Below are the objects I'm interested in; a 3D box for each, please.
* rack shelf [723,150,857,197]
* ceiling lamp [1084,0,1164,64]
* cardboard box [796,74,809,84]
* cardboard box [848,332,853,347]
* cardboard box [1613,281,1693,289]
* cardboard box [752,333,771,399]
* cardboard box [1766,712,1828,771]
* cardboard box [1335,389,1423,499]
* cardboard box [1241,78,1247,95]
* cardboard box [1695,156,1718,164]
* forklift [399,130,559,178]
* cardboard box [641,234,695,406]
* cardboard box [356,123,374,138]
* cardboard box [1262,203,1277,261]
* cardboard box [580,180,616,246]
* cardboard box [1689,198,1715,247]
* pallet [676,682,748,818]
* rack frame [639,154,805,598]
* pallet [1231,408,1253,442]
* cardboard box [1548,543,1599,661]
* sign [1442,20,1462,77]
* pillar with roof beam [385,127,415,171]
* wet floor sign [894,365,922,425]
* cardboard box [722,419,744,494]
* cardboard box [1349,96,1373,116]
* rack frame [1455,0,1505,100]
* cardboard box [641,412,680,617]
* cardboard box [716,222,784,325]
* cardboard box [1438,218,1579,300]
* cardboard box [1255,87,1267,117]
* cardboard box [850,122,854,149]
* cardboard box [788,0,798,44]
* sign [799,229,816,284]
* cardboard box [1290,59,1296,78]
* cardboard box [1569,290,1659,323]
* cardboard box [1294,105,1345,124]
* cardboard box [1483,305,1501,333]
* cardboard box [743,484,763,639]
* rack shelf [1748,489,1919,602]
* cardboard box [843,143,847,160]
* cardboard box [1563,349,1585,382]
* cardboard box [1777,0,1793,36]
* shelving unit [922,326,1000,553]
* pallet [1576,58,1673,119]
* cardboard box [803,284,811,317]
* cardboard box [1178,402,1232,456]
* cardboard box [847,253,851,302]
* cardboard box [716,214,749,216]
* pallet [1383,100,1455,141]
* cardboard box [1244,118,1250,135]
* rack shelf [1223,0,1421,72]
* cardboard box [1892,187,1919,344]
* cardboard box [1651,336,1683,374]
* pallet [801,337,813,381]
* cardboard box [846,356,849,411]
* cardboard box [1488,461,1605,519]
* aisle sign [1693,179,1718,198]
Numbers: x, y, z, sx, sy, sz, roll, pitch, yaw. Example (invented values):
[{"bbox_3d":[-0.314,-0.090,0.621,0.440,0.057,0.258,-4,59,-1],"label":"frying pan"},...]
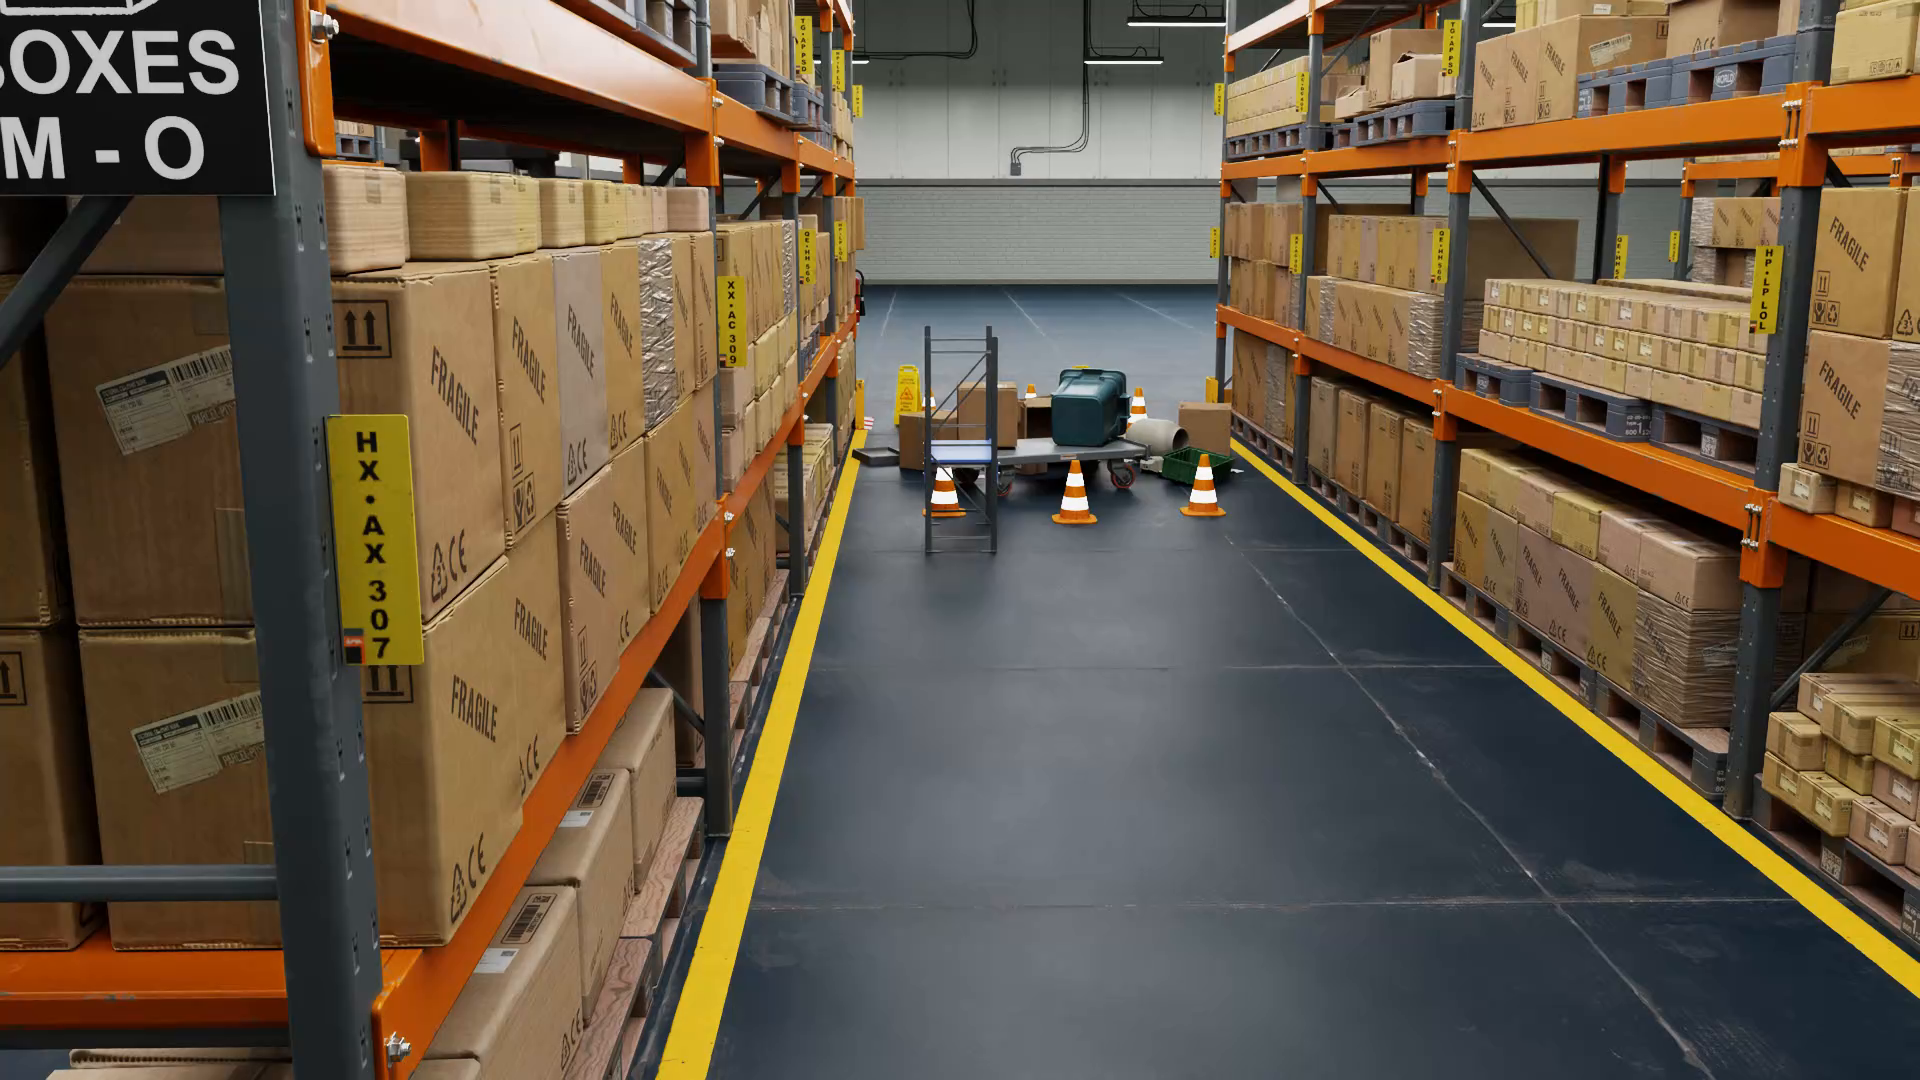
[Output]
[{"bbox_3d":[-1.591,-3.434,15.707,1.077,0.370,4.000,0,11,-1],"label":"rack shelf"},{"bbox_3d":[4.115,-13.597,41.766,2.000,3.185,0.800,0,11,-1],"label":"ceiling lamp"},{"bbox_3d":[-1.367,-3.449,12.035,0.500,0.250,0.500,0,11,0],"label":"cardboard box"},{"bbox_3d":[-1.281,-2.027,16.848,0.380,0.149,0.250,0,11,0],"label":"cardboard box"},{"bbox_3d":[3.951,-1.393,9.461,0.380,0.149,0.250,0,11,-2],"label":"cardboard box"},{"bbox_3d":[-1.134,-0.793,7.543,0.500,0.250,0.500,0,11,0],"label":"cardboard box"},{"bbox_3d":[3.250,0.750,6.185,0.380,0.149,0.250,0,11,1],"label":"cardboard box"},{"bbox_3d":[3.516,-0.748,12.804,1.050,0.750,0.750,0,11,-1],"label":"cardboard box"},{"bbox_3d":[3.017,-4.529,16.611,0.380,0.149,0.250,0,11,-1],"label":"cardboard box"},{"bbox_3d":[8.027,-4.055,17.334,0.500,0.250,0.500,0,11,1],"label":"cardboard box"},{"bbox_3d":[-3.044,-1.353,11.359,1.130,2.935,3.031,0,11,0],"label":"forklift"},{"bbox_3d":[-1.096,-0.674,5.072,0.500,0.500,0.500,0,11,-2],"label":"cardboard box"},{"bbox_3d":[-6.342,-4.380,17.001,0.500,0.500,0.500,0,11,1],"label":"cardboard box"},{"bbox_3d":[3.404,-2.958,16.001,0.875,0.550,0.500,0,11,-1],"label":"cardboard box"},{"bbox_3d":[-1.022,-0.771,3.916,0.380,0.149,0.250,-1,11,-3],"label":"cardboard box"},{"bbox_3d":[8.014,-3.329,17.411,0.500,0.500,0.500,0,11,-1],"label":"cardboard box"},{"bbox_3d":[-1.476,0.885,7.167,1.003,0.211,1.213,0,11,-1],"label":"pallet"},{"bbox_3d":[-1.467,-1.124,10.055,1.000,3.000,0.127,0,11,-1],"label":"rack frame"},{"bbox_3d":[3.409,-1.229,17.588,1.003,0.211,1.213,0,11,-1],"label":"pallet"},{"bbox_3d":[3.279,0.300,8.267,0.500,0.500,0.500,0,11,-2],"label":"cardboard box"},{"bbox_3d":[2.925,-2.926,9.893,0.100,0.325,0.005,0,11,-1],"label":"sign"},{"bbox_3d":[-3.302,-6.701,22.458,9.100,9.000,0.400,0,11,-1],"label":"pillar with roof beam"},{"bbox_3d":[-0.567,-1.603,18.335,0.267,0.644,0.232,4,12,18],"label":"wet floor sign"},{"bbox_3d":[-1.130,-0.344,6.587,0.500,0.250,0.500,-1,11,-2],"label":"cardboard box"},{"bbox_3d":[3.170,-3.354,12.827,0.250,0.149,0.380,0,11,-1],"label":"cardboard box"},{"bbox_3d":[3.480,-4.104,9.658,1.000,3.000,0.127,0,11,-1],"label":"rack frame"},{"bbox_3d":[-1.078,-0.085,4.680,0.500,0.500,0.500,0,11,-2],"label":"cardboard box"},{"bbox_3d":[-1.173,-1.361,8.455,0.500,0.500,0.500,0,11,-1],"label":"cardboard box"},{"bbox_3d":[3.480,-1.793,10.585,0.700,0.500,0.500,0,11,-1],"label":"cardboard box"},{"bbox_3d":[3.100,-4.154,15.767,0.500,0.250,0.500,0,11,-1],"label":"cardboard box"},{"bbox_3d":[-1.353,-4.156,17.085,0.500,0.250,0.500,0,11,-2],"label":"cardboard box"},{"bbox_3d":[-1.309,-2.776,9.338,0.797,0.503,0.637,-1,12,-5],"label":"cardboard box"},{"bbox_3d":[-0.912,-1.694,9.954,0.100,0.325,0.005,0,11,-1],"label":"sign"},{"bbox_3d":[3.066,-4.074,14.369,0.380,0.149,0.250,0,11,-1],"label":"cardboard box"},{"bbox_3d":[3.324,-1.185,8.434,0.380,0.149,0.250,0,11,1],"label":"cardboard box"},{"bbox_3d":[3.070,-3.632,14.199,0.380,0.149,0.250,0,11,-1],"label":"cardboard box"},{"bbox_3d":[3.289,-1.296,9.730,0.380,0.149,0.250,0,11,1],"label":"cardboard box"},{"bbox_3d":[-1.522,0.027,8.672,0.875,0.875,0.875,0,11,0],"label":"cardboard box"},{"bbox_3d":[3.604,0.381,4.447,1.077,0.370,4.000,0,11,-1],"label":"rack shelf"},{"bbox_3d":[-1.269,-3.686,15.772,0.380,0.149,0.250,0,11,-2],"label":"cardboard box"},{"bbox_3d":[3.316,-0.894,8.496,0.380,0.149,0.250,0,11,0],"label":"cardboard box"},{"bbox_3d":[3.754,-2.177,6.870,0.500,0.311,0.500,0,11,-2],"label":"cardboard box"},{"bbox_3d":[-0.002,-0.752,11.994,0.538,1.500,1.048,0,11,-1],"label":"shelving unit"},{"bbox_3d":[3.632,-2.077,7.678,1.213,0.211,1.003,0,11,-1],"label":"pallet"},{"bbox_3d":[-1.263,-1.718,10.930,0.500,0.500,0.500,0,11,2],"label":"cardboard box"},{"bbox_3d":[2.339,-1.040,15.922,0.500,0.500,0.500,2,12,9],"label":"cardboard box"},{"bbox_3d":[-1.333,-2.603,16.347,0.500,0.500,0.500,0,11,-1],"label":"cardboard box"},{"bbox_3d":[-1.894,-2.543,13.360,0.380,0.149,0.250,0,11,-1],"label":"cardboard box"},{"bbox_3d":[3.413,-2.670,10.604,1.213,0.211,1.003,0,11,1],"label":"pallet"},{"bbox_3d":[3.022,-4.086,16.436,0.380,0.149,0.250,0,11,-1],"label":"cardboard box"},{"bbox_3d":[3.356,-4.749,15.648,1.077,0.370,4.000,0,11,-1],"label":"rack shelf"},{"bbox_3d":[3.354,-0.860,5.241,0.500,0.500,0.500,-1,11,-3],"label":"cardboard box"},{"bbox_3d":[3.338,-0.832,7.443,0.380,0.149,0.250,-1,11,-3],"label":"cardboard box"},{"bbox_3d":[-1.588,-1.171,10.770,1.213,0.211,1.003,0,11,-1],"label":"pallet"},{"bbox_3d":[-1.324,-1.473,15.747,0.500,0.500,0.500,0,11,2],"label":"cardboard box"},{"bbox_3d":[3.262,-0.274,9.209,0.500,0.250,0.500,0,11,-2],"label":"cardboard box"},{"bbox_3d":[7.974,-4.040,17.890,0.394,0.787,0.004,0,11,-1],"label":"aisle sign"}]
